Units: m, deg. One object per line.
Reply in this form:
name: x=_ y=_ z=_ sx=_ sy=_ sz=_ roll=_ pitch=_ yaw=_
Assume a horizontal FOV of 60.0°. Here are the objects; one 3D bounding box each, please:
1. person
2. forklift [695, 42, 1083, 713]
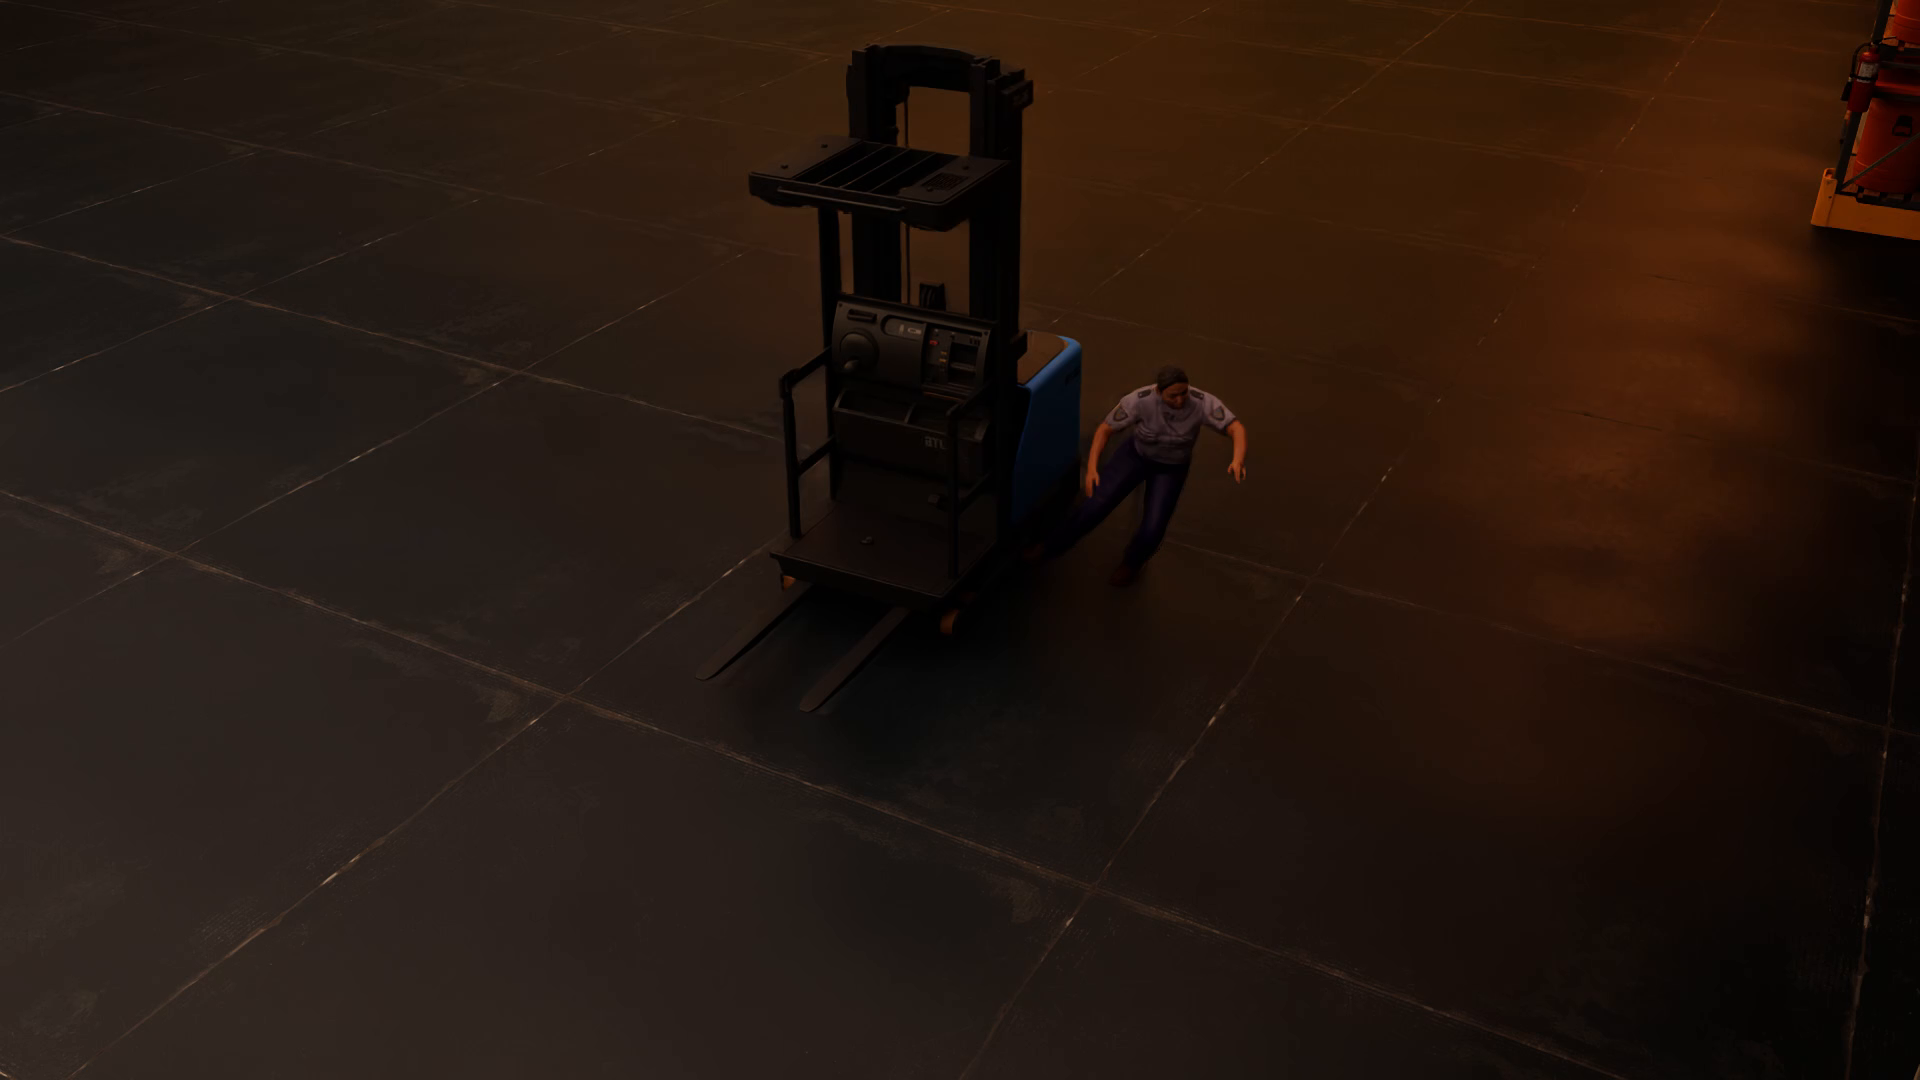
person: x=0.927 y=-0.314 z=9.131 sx=1.226 sy=1.427 sz=0.867 roll=2 pitch=30 yaw=4
forklift: x=-0.361 y=-0.988 z=8.782 sx=1.130 sy=2.935 sz=3.031 roll=14 pitch=33 yaw=23
